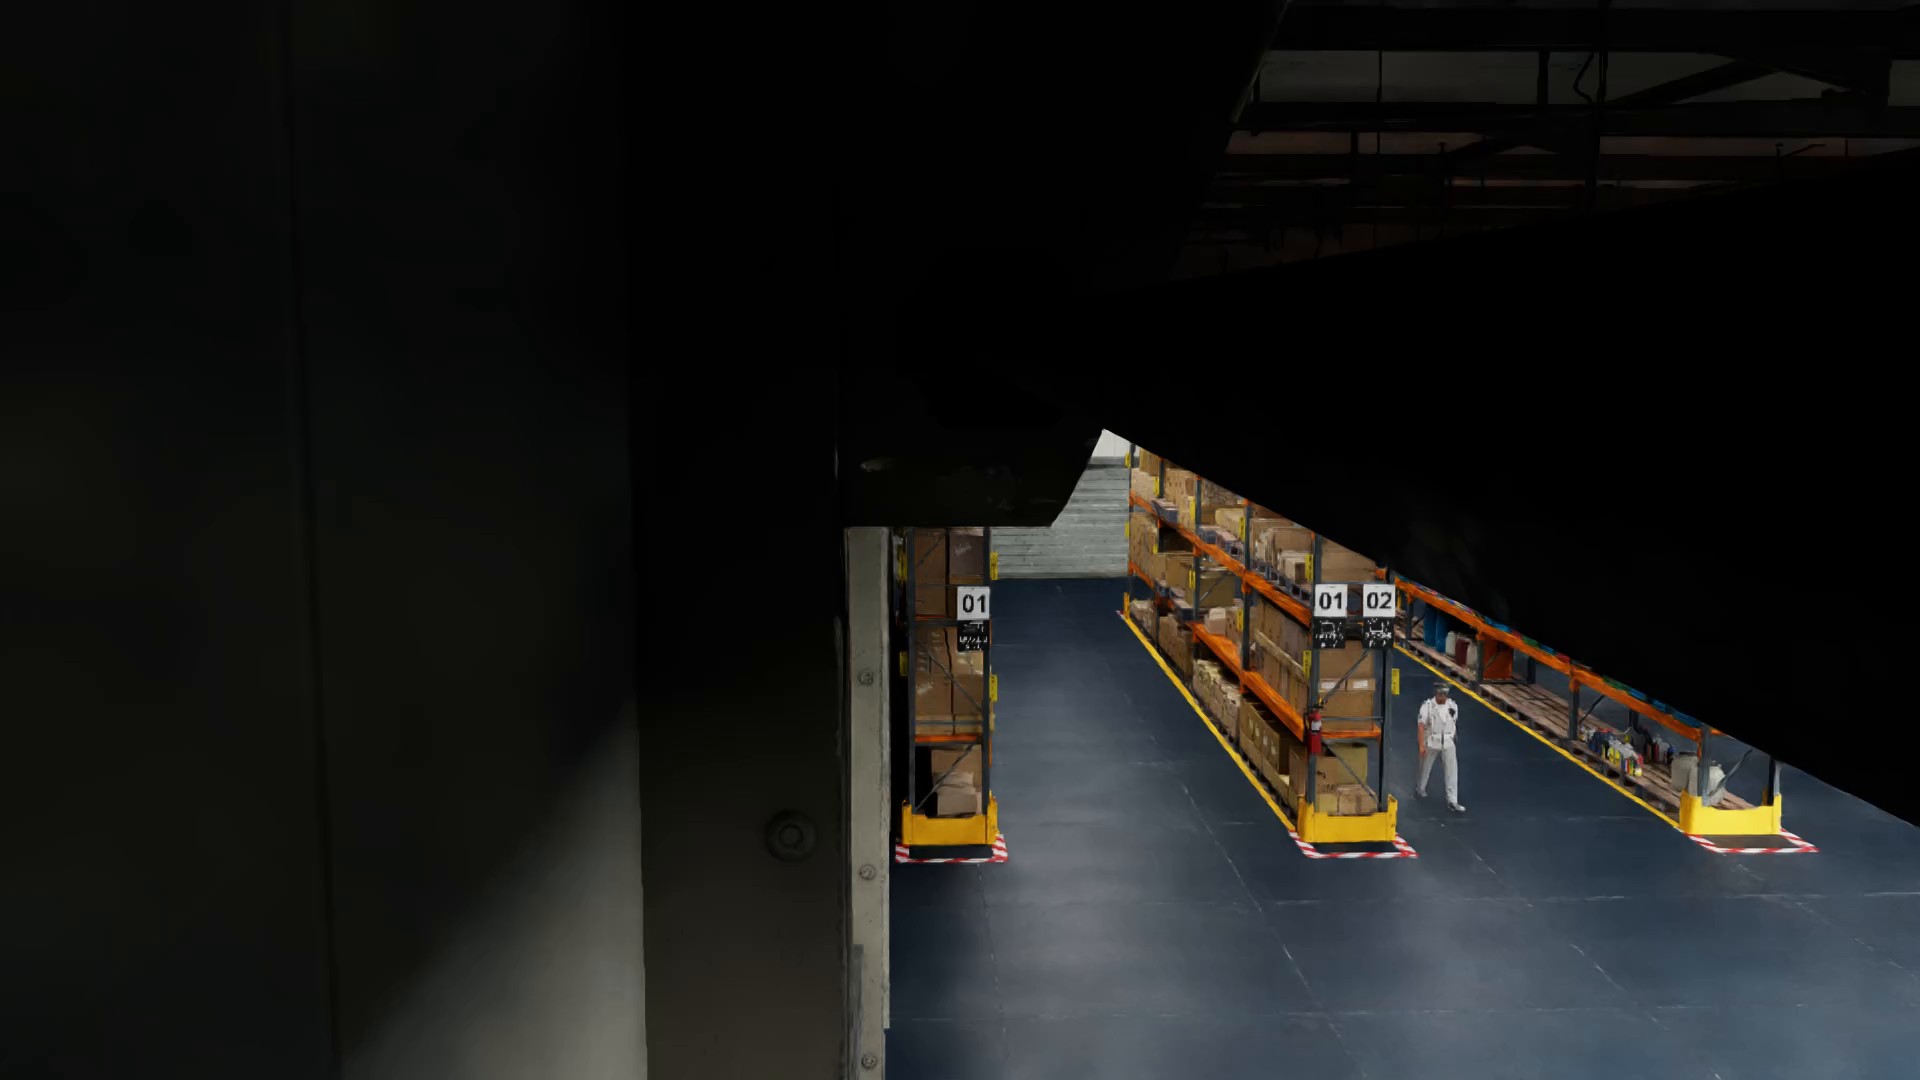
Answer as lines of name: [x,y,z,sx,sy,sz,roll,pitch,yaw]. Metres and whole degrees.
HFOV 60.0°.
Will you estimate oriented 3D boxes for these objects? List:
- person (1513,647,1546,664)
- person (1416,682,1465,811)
person: [10.703,1.517,31.372,0.490,1.602,0.987,-1,7,-11]
person: [6.323,2.680,21.992,0.540,1.681,1.134,0,7,0]
